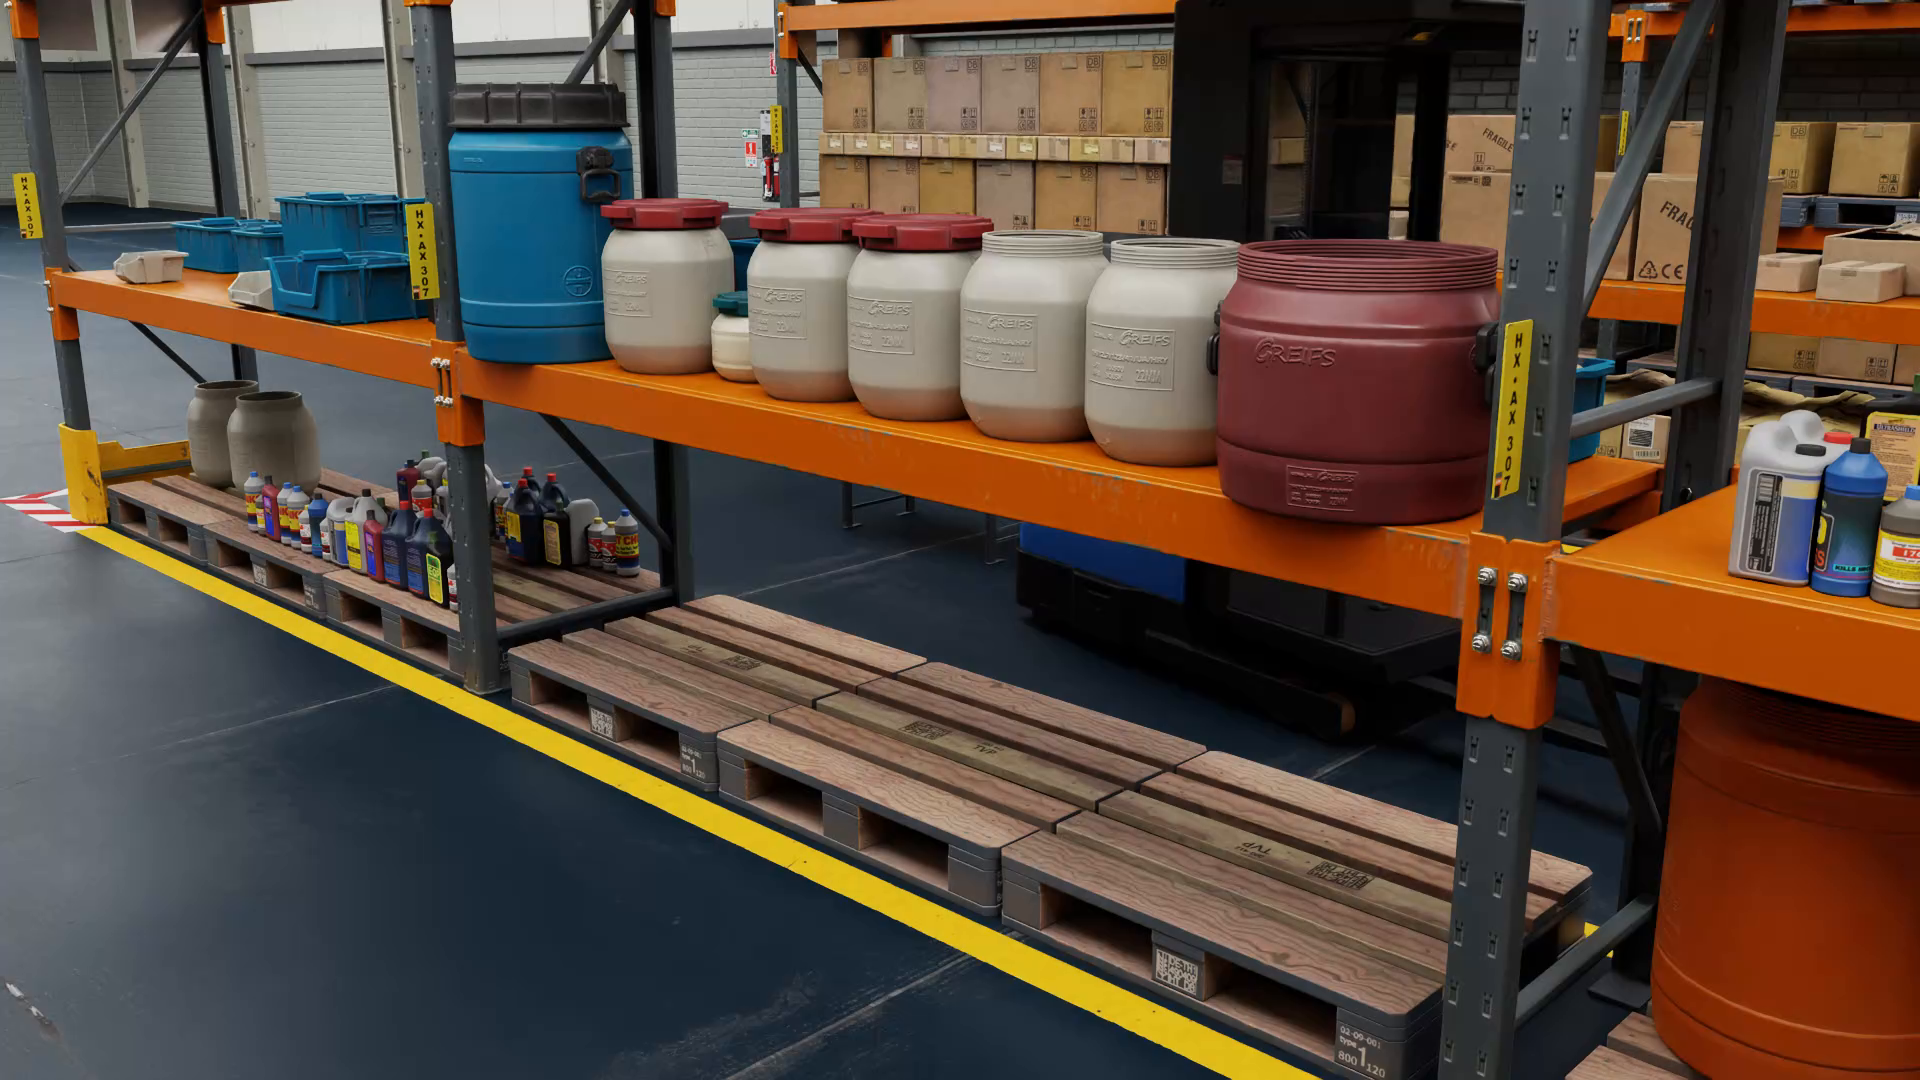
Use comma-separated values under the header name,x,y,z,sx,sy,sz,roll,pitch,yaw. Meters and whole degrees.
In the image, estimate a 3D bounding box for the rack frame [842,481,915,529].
name,x,y,z,sx,sy,sz,roll,pitch,yaw
rack frame,-0.427,-0.830,8.642,0.032,1.500,0.500,14,20,42

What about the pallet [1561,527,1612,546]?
name,x,y,z,sx,sy,sz,roll,pitch,yaw
pallet,3.405,-0.179,8.698,1.213,0.211,1.003,14,20,42

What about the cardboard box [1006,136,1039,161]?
name,x,y,z,sx,sy,sz,roll,pitch,yaw
cardboard box,0.514,-2.503,10.603,0.380,0.149,0.250,-14,20,-42

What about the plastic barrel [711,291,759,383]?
name,x,y,z,sx,sy,sz,roll,pitch,yaw
plastic barrel,-0.630,-0.638,5.208,0.301,0.262,0.301,0,15,0

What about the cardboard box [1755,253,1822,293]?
name,x,y,z,sx,sy,sz,roll,pitch,yaw
cardboard box,3.887,-1.255,7.796,0.380,0.149,0.250,-13,19,-40

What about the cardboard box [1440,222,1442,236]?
name,x,y,z,sx,sy,sz,roll,pitch,yaw
cardboard box,2.725,-1.678,9.188,0.258,0.266,0.396,13,19,41

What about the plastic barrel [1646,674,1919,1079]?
name,x,y,z,sx,sy,sz,roll,pitch,yaw
plastic barrel,1.767,0.665,3.403,0.708,0.830,0.600,14,20,42

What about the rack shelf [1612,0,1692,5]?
name,x,y,z,sx,sy,sz,roll,pitch,yaw
rack shelf,3.404,-2.617,8.003,4.000,0.370,1.077,14,20,42

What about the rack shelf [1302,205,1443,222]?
name,x,y,z,sx,sy,sz,roll,pitch,yaw
rack shelf,3.961,-2.765,14.521,4.000,0.370,1.077,14,20,42

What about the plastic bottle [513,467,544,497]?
name,x,y,z,sx,sy,sz,roll,pitch,yaw
plastic bottle,-1.905,-0.145,7.422,0.185,0.351,0.144,13,19,40

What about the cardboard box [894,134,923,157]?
name,x,y,z,sx,sy,sz,roll,pitch,yaw
cardboard box,-0.231,-2.684,11.298,0.250,0.149,0.380,13,20,41

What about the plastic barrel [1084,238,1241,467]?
name,x,y,z,sx,sy,sz,roll,pitch,yaw
plastic barrel,0.515,-0.460,4.027,0.421,0.512,0.421,0,15,0

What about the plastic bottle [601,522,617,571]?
name,x,y,z,sx,sy,sz,roll,pitch,yaw
plastic bottle,-1.474,0.023,7.071,0.097,0.201,0.097,0,15,0

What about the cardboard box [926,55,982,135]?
name,x,y,z,sx,sy,sz,roll,pitch,yaw
cardboard box,0.196,-2.967,11.099,0.500,0.500,0.700,14,20,42

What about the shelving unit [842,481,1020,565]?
name,x,y,z,sx,sy,sz,roll,pitch,yaw
shelving unit,-0.061,-0.741,8.300,1.048,1.500,0.538,14,20,42

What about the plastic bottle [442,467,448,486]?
name,x,y,z,sx,sy,sz,roll,pitch,yaw
plastic bottle,-2.345,-0.252,7.833,0.144,0.351,0.185,-14,20,-42

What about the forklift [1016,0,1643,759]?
name,x,y,z,sx,sy,sz,roll,pitch,yaw
forklift,1.523,-0.865,5.938,1.130,2.935,3.031,-11,18,-35

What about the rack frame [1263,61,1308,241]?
name,x,y,z,sx,sy,sz,roll,pitch,yaw
rack frame,1.965,-1.863,9.634,0.127,3.000,1.000,14,20,42

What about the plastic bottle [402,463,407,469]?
name,x,y,z,sx,sy,sz,roll,pitch,yaw
plastic bottle,-2.729,-0.282,8.242,0.097,0.201,0.097,0,15,0

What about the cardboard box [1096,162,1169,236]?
name,x,y,z,sx,sy,sz,roll,pitch,yaw
cardboard box,1.257,-2.079,10.265,0.500,0.500,0.700,13,20,42

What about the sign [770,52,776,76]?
name,x,y,z,sx,sy,sz,roll,pitch,yaw
sign,-2.383,-6.128,21.405,0.199,0.298,0.001,14,20,42

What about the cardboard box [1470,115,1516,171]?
name,x,y,z,sx,sy,sz,roll,pitch,yaw
cardboard box,4.482,-3.176,13.443,0.500,0.500,0.500,14,20,42

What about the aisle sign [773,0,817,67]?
name,x,y,z,sx,sy,sz,roll,pitch,yaw
aisle sign,-1.175,-3.777,11.824,0.004,0.787,0.394,14,20,42

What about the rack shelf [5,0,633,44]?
name,x,y,z,sx,sy,sz,roll,pitch,yaw
rack shelf,-2.916,-2.418,7.242,4.000,0.370,1.077,14,20,42

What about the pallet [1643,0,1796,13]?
name,x,y,z,sx,sy,sz,roll,pitch,yaw
pallet,5.771,-3.996,12.244,1.003,0.211,1.213,14,20,42

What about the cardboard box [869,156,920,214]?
name,x,y,z,sx,sy,sz,roll,pitch,yaw
cardboard box,-0.206,-2.437,11.636,0.700,0.500,0.500,-14,20,-43

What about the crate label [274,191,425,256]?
name,x,y,z,sx,sy,sz,roll,pitch,yaw
crate label,-2.843,-1.409,7.820,0.616,0.435,0.502,14,20,42

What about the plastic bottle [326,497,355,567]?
name,x,y,z,sx,sy,sz,roll,pitch,yaw
plastic bottle,-2.625,-0.039,7.163,0.152,0.276,0.135,-14,20,-43

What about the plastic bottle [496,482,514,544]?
name,x,y,z,sx,sy,sz,roll,pitch,yaw
plastic bottle,-2.037,-0.126,7.505,0.097,0.271,0.097,0,15,0

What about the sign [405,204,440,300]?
name,x,y,z,sx,sy,sz,roll,pitch,yaw
sign,-1.866,-1.001,5.775,0.005,0.325,0.100,14,20,42

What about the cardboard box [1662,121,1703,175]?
name,x,y,z,sx,sy,sz,roll,pitch,yaw
cardboard box,5.743,-2.929,12.654,0.500,0.500,0.700,14,20,42

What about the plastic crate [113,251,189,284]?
name,x,y,z,sx,sy,sz,roll,pitch,yaw
plastic crate,-3.935,-1.322,8.081,0.250,0.136,0.298,14,20,42

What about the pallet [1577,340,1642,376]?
name,x,y,z,sx,sy,sz,roll,pitch,yaw
pallet,4.892,-1.525,13.865,1.213,0.211,1.003,14,20,42

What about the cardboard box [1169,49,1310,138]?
name,x,y,z,sx,sy,sz,roll,pitch,yaw
cardboard box,1.641,-2.616,9.751,0.500,0.500,0.700,14,20,42

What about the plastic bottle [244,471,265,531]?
name,x,y,z,sx,sy,sz,roll,pitch,yaw
plastic bottle,-3.267,-0.184,7.726,0.097,0.271,0.097,0,15,0

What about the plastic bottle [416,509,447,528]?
name,x,y,z,sx,sy,sz,roll,pitch,yaw
plastic bottle,-2.193,0.015,6.955,0.135,0.276,0.152,14,20,42

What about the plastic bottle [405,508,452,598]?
name,x,y,z,sx,sy,sz,roll,pitch,yaw
plastic bottle,-2.140,0.044,6.696,0.185,0.351,0.144,13,19,41

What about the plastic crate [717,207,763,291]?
name,x,y,z,sx,sy,sz,roll,pitch,yaw
plastic crate,-0.915,-0.967,6.066,0.583,0.464,0.402,14,20,42

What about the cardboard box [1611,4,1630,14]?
name,x,y,z,sx,sy,sz,roll,pitch,yaw
cardboard box,4.863,-4.317,12.863,0.500,0.500,0.500,-14,20,-43

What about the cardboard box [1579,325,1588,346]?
name,x,y,z,sx,sy,sz,roll,pitch,yaw
cardboard box,4.994,-1.693,13.728,0.250,0.166,0.380,11,18,35

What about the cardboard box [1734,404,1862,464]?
name,x,y,z,sx,sy,sz,roll,pitch,yaw
cardboard box,3.918,-0.444,7.695,0.500,0.311,0.500,13,20,41

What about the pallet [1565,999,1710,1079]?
name,x,y,z,sx,sy,sz,roll,pitch,yaw
pallet,2.000,1.215,3.350,1.213,0.211,1.003,14,20,42

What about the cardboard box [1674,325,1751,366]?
name,x,y,z,sx,sy,sz,roll,pitch,yaw
cardboard box,5.942,-1.641,12.864,0.700,0.500,0.500,-14,20,-42

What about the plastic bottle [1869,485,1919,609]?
name,x,y,z,sx,sy,sz,roll,pitch,yaw
plastic bottle,1.625,0.008,2.846,0.097,0.201,0.097,0,15,0

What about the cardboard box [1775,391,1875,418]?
name,x,y,z,sx,sy,sz,roll,pitch,yaw
cardboard box,4.287,-0.543,8.074,0.500,0.311,0.500,13,19,41

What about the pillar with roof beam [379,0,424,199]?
name,x,y,z,sx,sy,sz,roll,pitch,yaw
pillar with roof beam,-12.321,-8.769,24.241,0.400,9.000,9.100,14,20,42

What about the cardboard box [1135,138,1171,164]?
name,x,y,z,sx,sy,sz,roll,pitch,yaw
cardboard box,1.253,-2.323,9.915,0.250,0.149,0.380,13,19,41

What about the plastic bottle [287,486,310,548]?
name,x,y,z,sx,sy,sz,roll,pitch,yaw
plastic bottle,-2.948,-0.106,7.429,0.097,0.271,0.097,0,15,0

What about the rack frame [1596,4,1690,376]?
name,x,y,z,sx,sy,sz,roll,pitch,yaw
rack frame,5.400,-2.763,13.087,0.127,3.000,1.000,14,20,42
